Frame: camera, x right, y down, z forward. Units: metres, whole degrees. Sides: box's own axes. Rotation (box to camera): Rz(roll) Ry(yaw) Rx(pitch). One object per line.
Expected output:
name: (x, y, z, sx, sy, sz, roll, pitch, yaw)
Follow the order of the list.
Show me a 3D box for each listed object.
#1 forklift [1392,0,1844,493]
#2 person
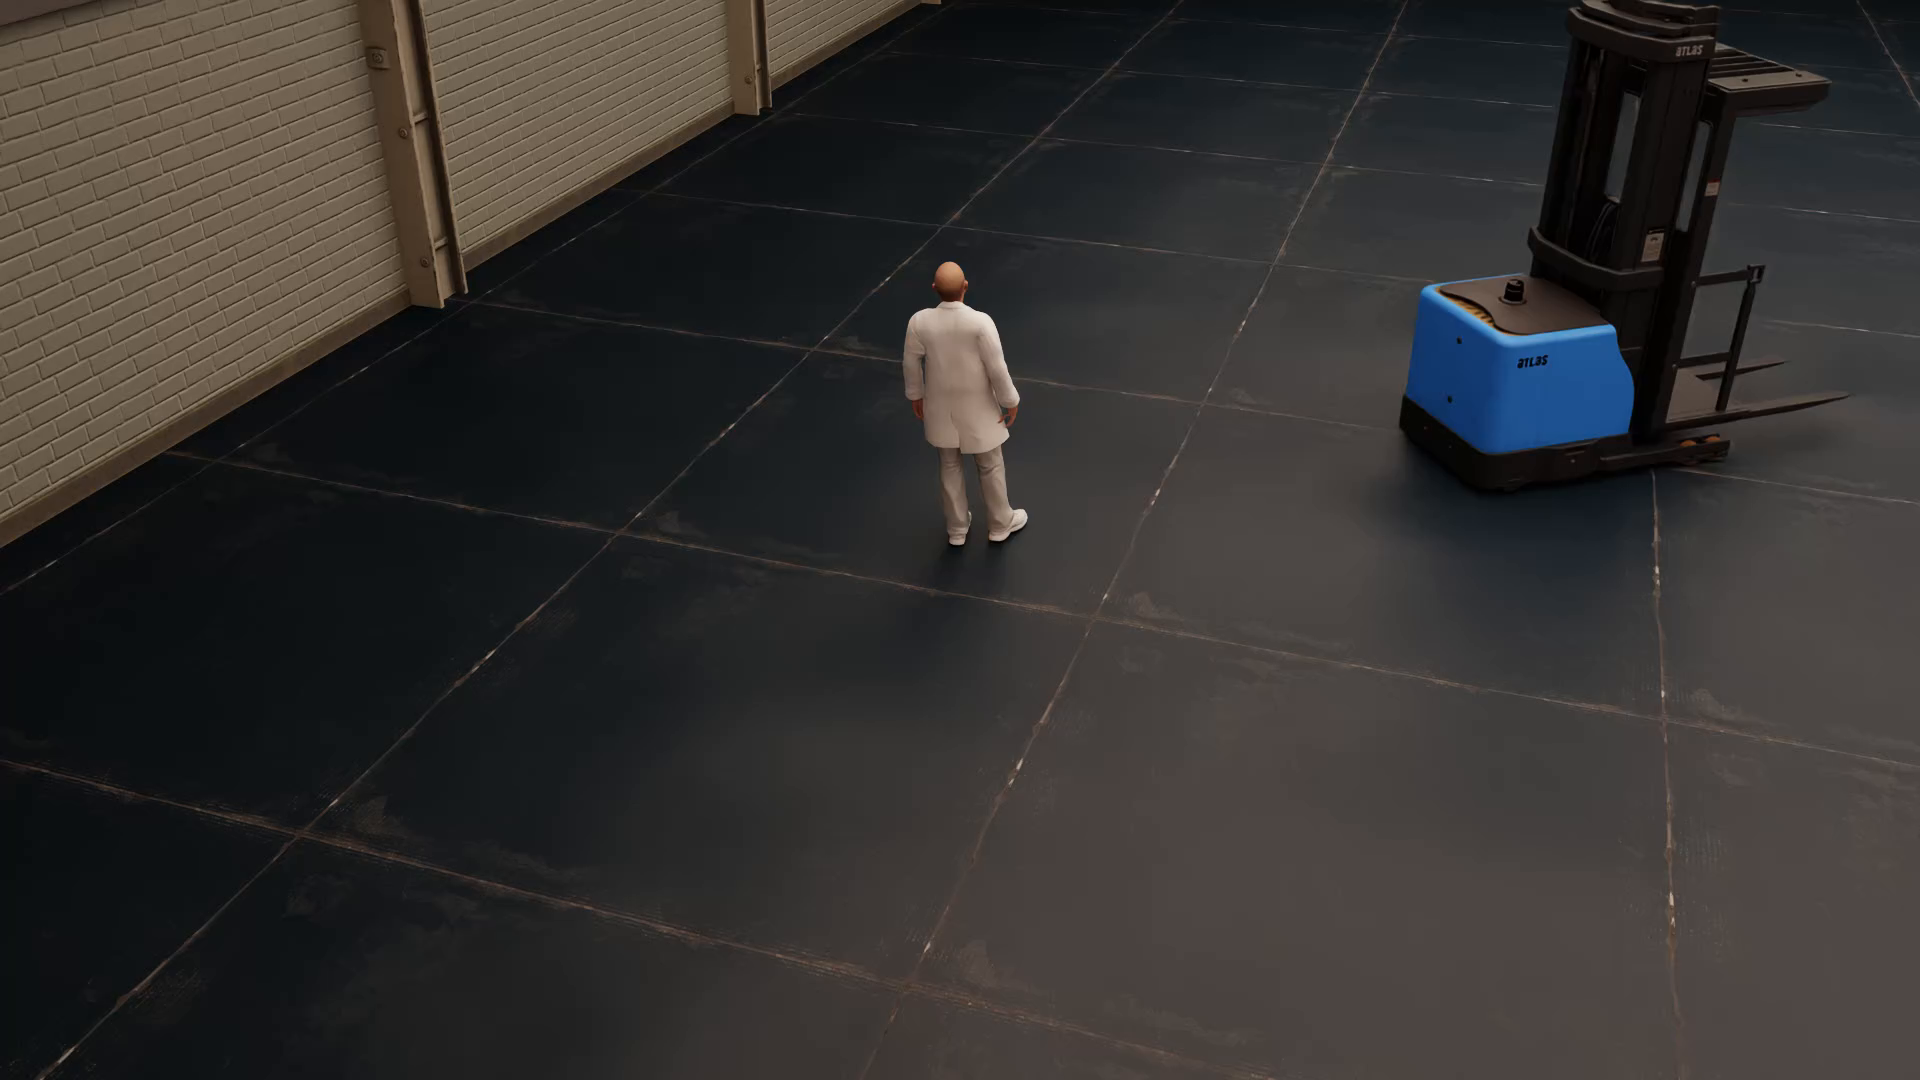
forklift: (4.512, -1.993, 10.632, 3.031, 2.935, 1.130, -9, 31, -16)
person: (0.033, -0.821, 9.726, 0.698, 1.778, 0.578, 10, 31, 16)
